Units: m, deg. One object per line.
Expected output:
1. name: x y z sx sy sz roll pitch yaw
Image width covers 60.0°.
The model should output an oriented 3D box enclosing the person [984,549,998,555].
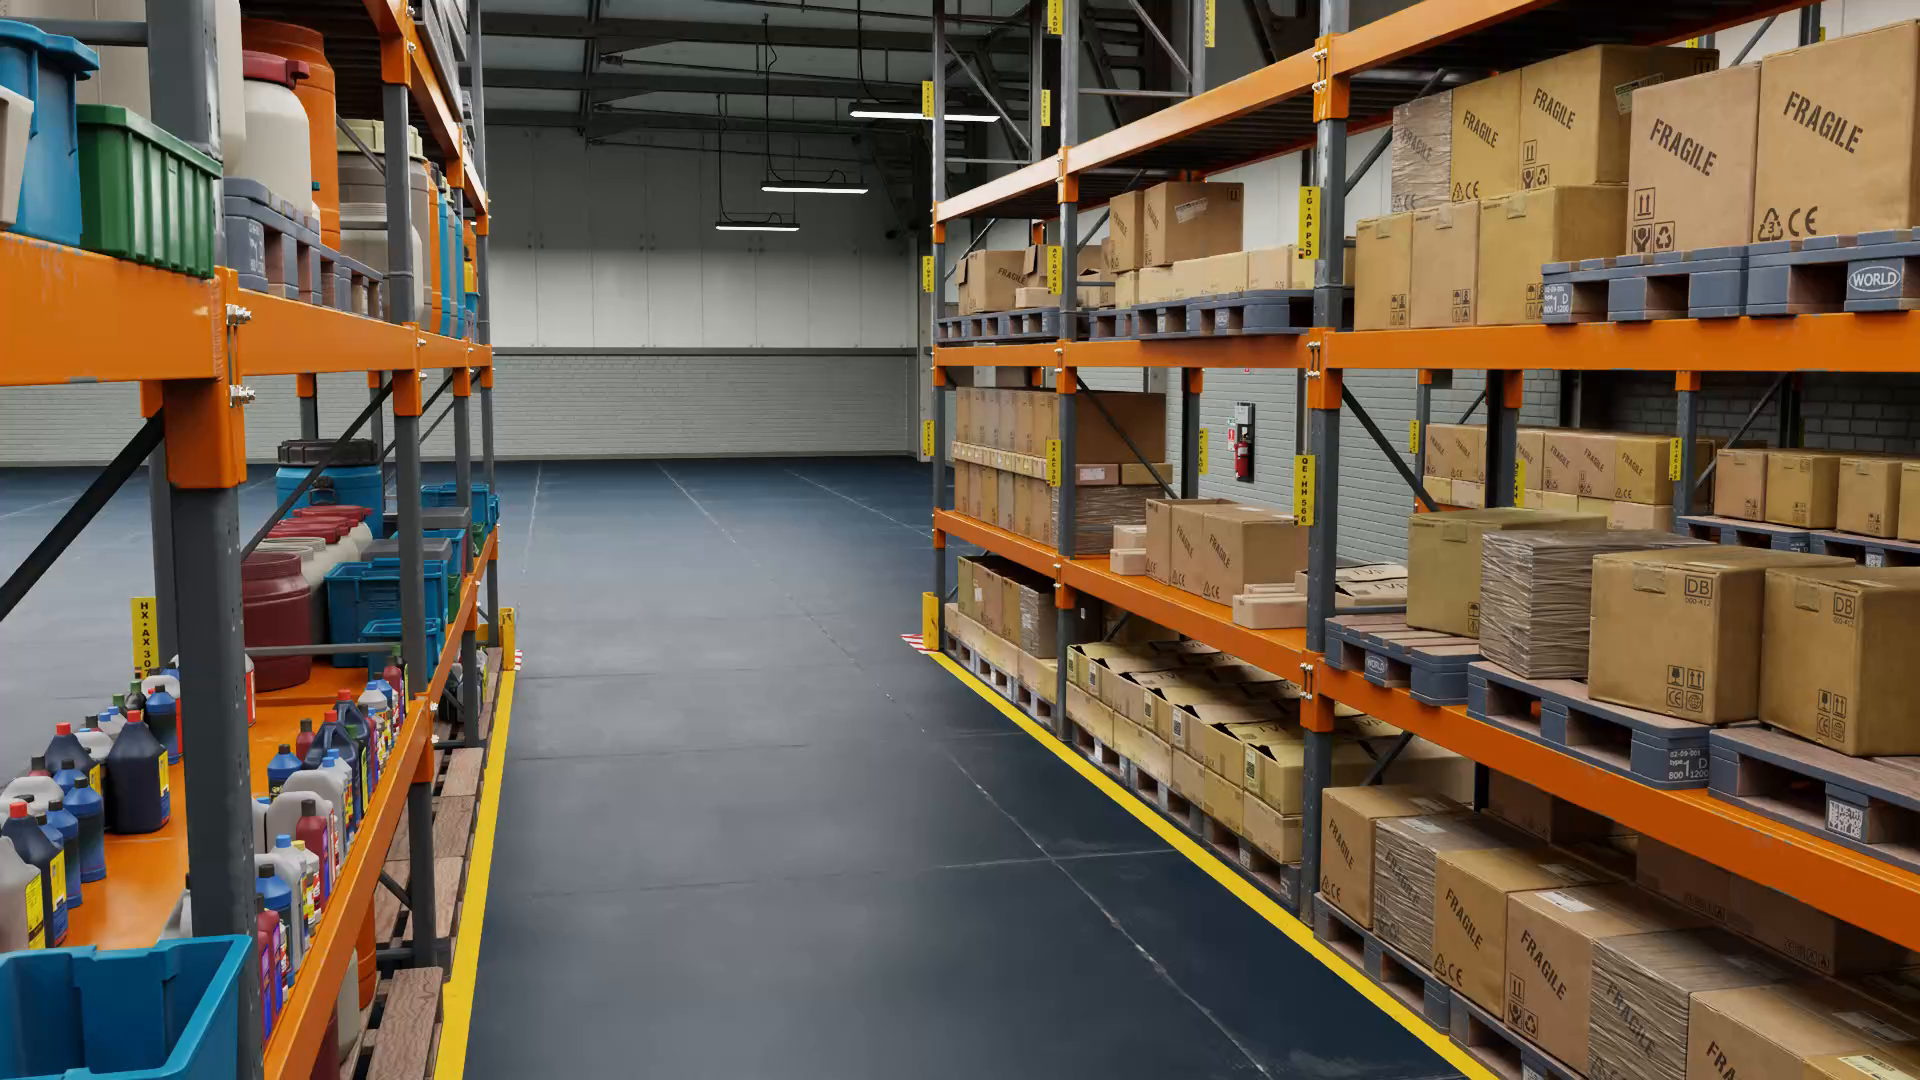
1. person: 0.399 -0.113 17.910 0.470 1.766 0.572 -2 6 -15
